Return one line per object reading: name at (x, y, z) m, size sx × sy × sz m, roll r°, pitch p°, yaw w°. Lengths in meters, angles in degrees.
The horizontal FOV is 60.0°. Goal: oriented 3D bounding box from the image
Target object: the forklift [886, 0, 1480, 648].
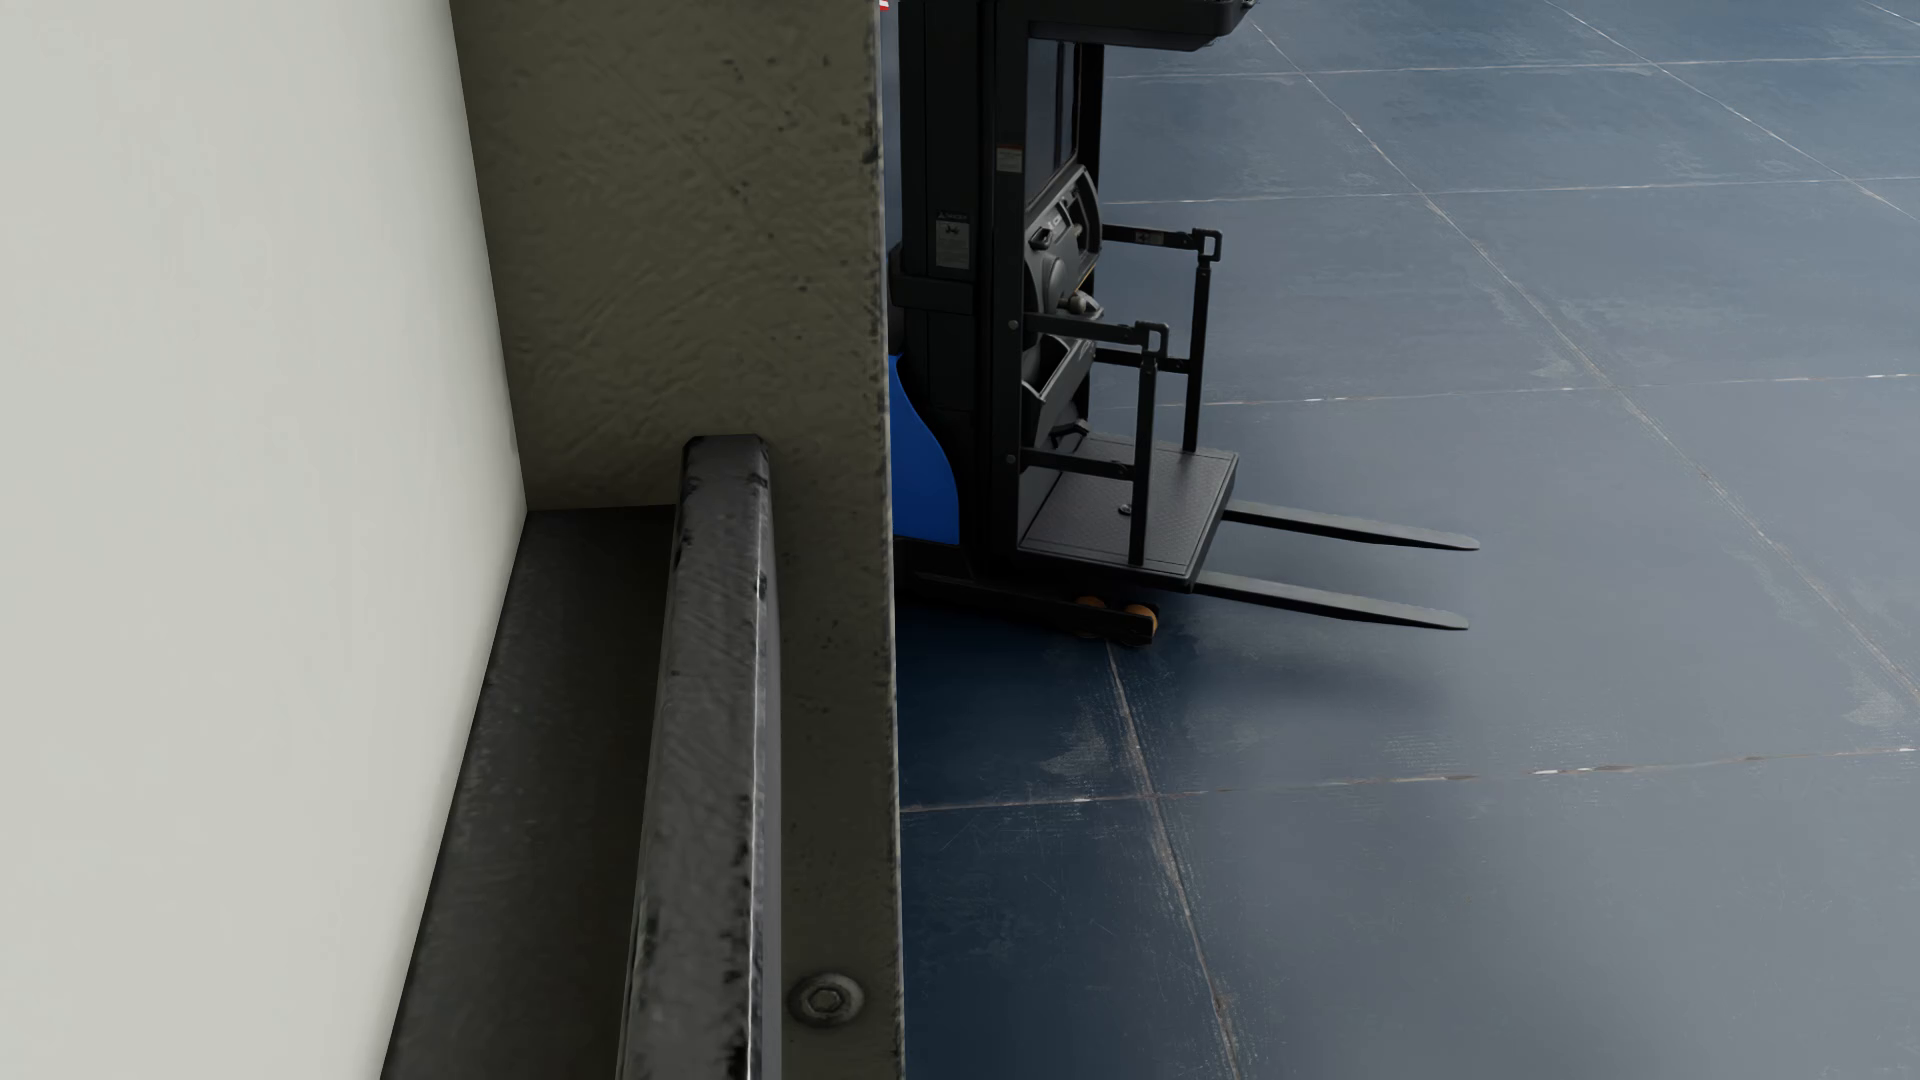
forklift at (0.585, -1.143, 6.305) m, size 3.031 × 2.935 × 1.130 m, roll 10°, pitch 32°, yaw 16°
